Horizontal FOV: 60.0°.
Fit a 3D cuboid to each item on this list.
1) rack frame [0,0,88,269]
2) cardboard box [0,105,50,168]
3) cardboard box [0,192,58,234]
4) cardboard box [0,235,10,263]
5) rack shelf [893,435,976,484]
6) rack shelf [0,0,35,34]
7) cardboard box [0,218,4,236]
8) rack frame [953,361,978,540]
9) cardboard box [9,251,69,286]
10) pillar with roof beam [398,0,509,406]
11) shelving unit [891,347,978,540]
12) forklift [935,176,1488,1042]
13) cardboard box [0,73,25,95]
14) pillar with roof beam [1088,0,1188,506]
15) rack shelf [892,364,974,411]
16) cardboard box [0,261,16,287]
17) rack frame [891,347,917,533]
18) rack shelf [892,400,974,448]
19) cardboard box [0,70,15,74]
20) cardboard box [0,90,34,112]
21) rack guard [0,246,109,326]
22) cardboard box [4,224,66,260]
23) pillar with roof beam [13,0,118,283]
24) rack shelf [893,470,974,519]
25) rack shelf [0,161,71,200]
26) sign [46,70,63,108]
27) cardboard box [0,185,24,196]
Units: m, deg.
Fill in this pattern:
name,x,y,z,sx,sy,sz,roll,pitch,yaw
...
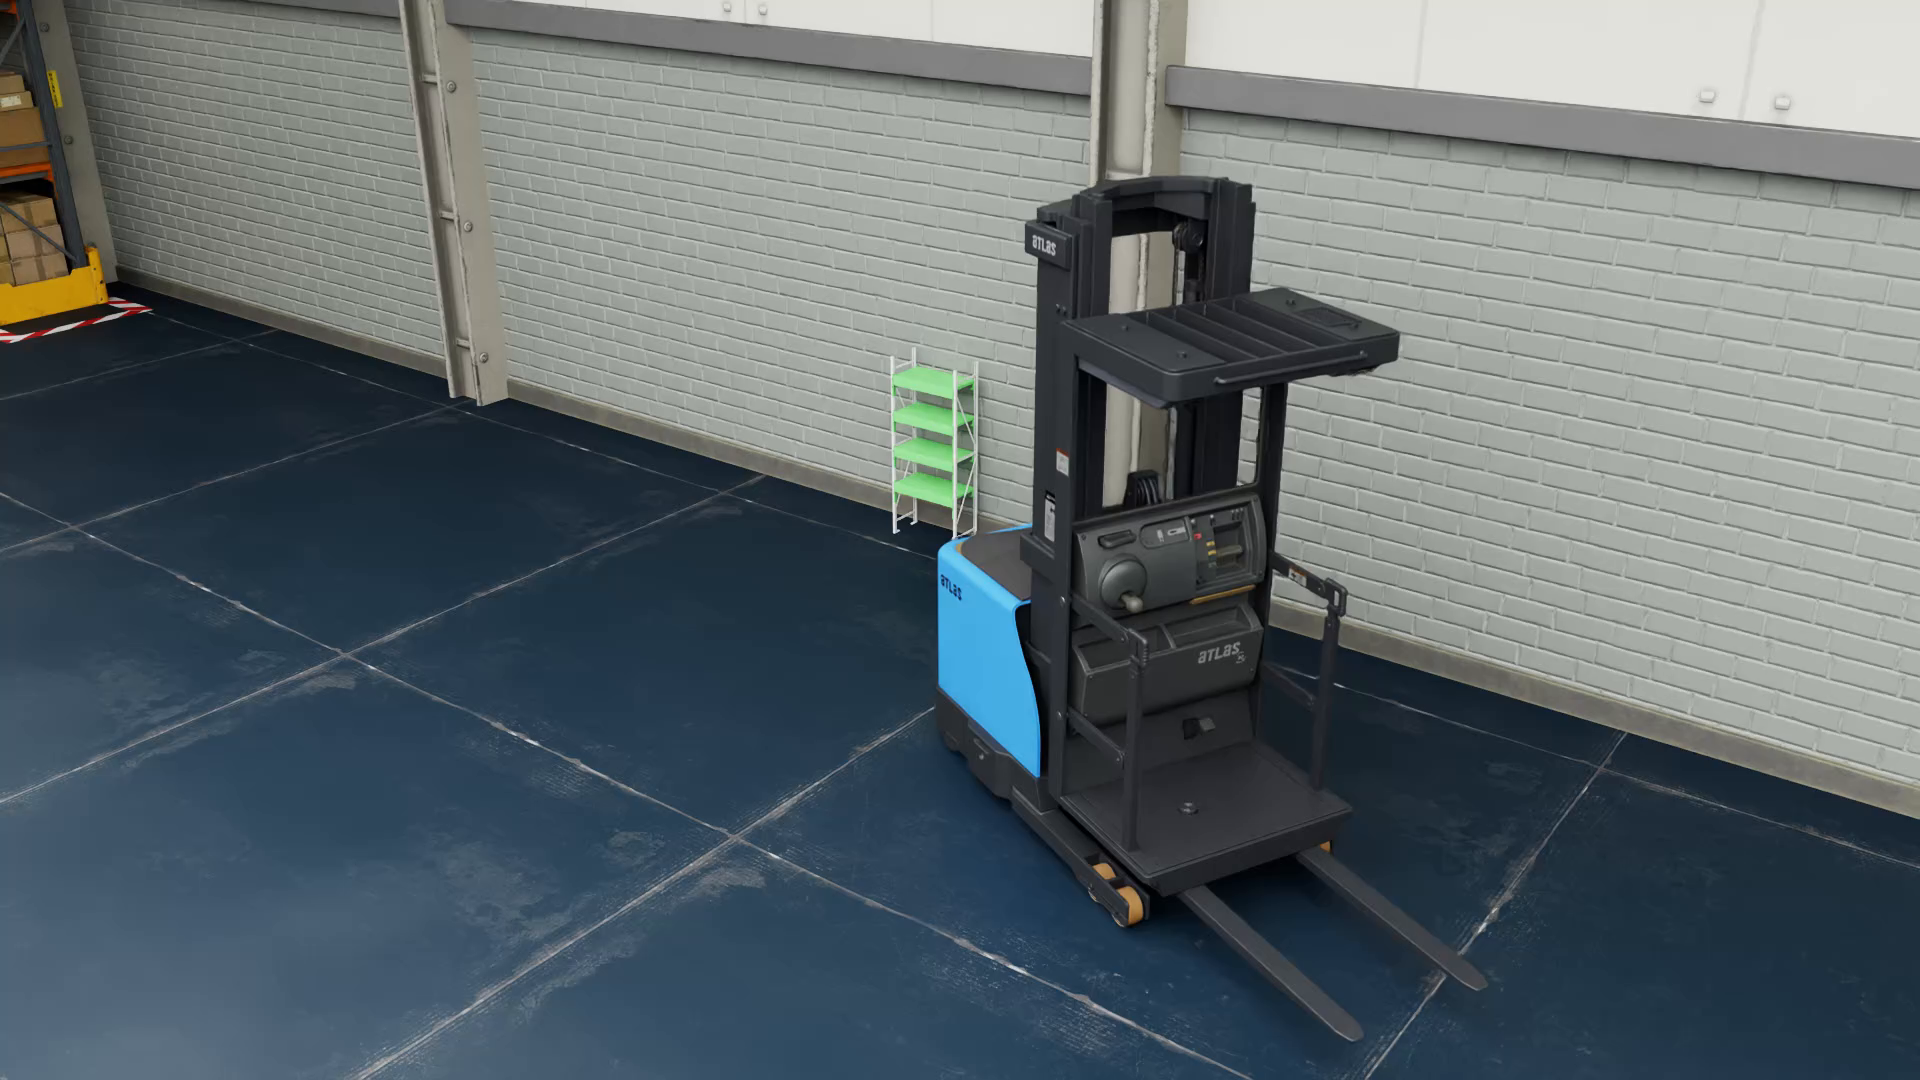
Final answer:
name,x,y,z,sx,sy,sz,roll,pitch,yaw
rack frame,-8.638,-3.518,15.015,0.127,3.000,1.000,17,29,33
cardboard box,-8.868,-3.774,15.470,0.500,0.500,0.500,18,29,35
cardboard box,-8.909,-3.087,15.686,0.500,0.250,0.500,16,29,33
cardboard box,-9.215,-2.698,15.422,0.500,0.250,0.500,16,29,33
rack shelf,-0.161,-0.515,10.588,0.480,0.148,0.258,17,28,33
rack shelf,-10.238,-5.045,15.653,4.000,0.370,1.077,17,29,33
cardboard box,-9.194,-2.921,15.308,0.500,0.250,0.500,18,29,35
rack frame,0.036,-0.515,10.430,0.015,1.200,0.240,17,28,33
cardboard box,-8.914,-2.634,15.898,0.500,0.250,0.500,17,29,34
pillar with roof beam,-6.435,-3.883,8.402,0.400,9.000,9.100,17,29,33
shelving unit,-0.161,-0.574,10.562,0.503,1.200,0.258,17,28,33
forklift,1.012,0.087,6.918,1.130,2.935,3.031,-12,27,-25
cardboard box,-8.779,-4.147,15.145,0.250,0.149,0.380,16,28,32
pillar with roof beam,-1.634,-2.432,5.109,0.400,9.000,9.100,17,29,33
rack shelf,-0.160,-0.955,10.396,0.480,0.148,0.258,17,28,33
cardboard box,-9.204,-2.464,15.511,0.500,0.250,0.500,17,29,34
rack frame,-0.358,-0.632,10.695,0.015,1.200,0.240,17,28,33
rack shelf,-0.160,-0.735,10.492,0.480,0.148,0.258,17,28,33
cardboard box,-8.954,-4.232,15.337,0.250,0.149,0.380,18,29,35
cardboard box,-8.754,-4.027,15.240,0.250,0.149,0.380,16,28,32
rack guard,-8.619,-2.369,15.506,0.348,0.500,1.175,17,29,33
cardboard box,-8.890,-2.862,15.794,0.500,0.250,0.500,17,29,34
pillar with roof beam,-11.237,-5.334,11.695,0.400,9.000,9.100,17,29,33
rack shelf,-0.162,-0.295,10.684,0.480,0.148,0.258,17,28,33
rack shelf,-10.238,-3.673,16.258,4.000,0.370,1.077,17,29,33
sign,-8.300,-4.128,15.228,0.005,0.325,0.100,17,29,33
cardboard box,-9.311,-3.207,15.957,0.500,0.250,0.500,17,29,33
